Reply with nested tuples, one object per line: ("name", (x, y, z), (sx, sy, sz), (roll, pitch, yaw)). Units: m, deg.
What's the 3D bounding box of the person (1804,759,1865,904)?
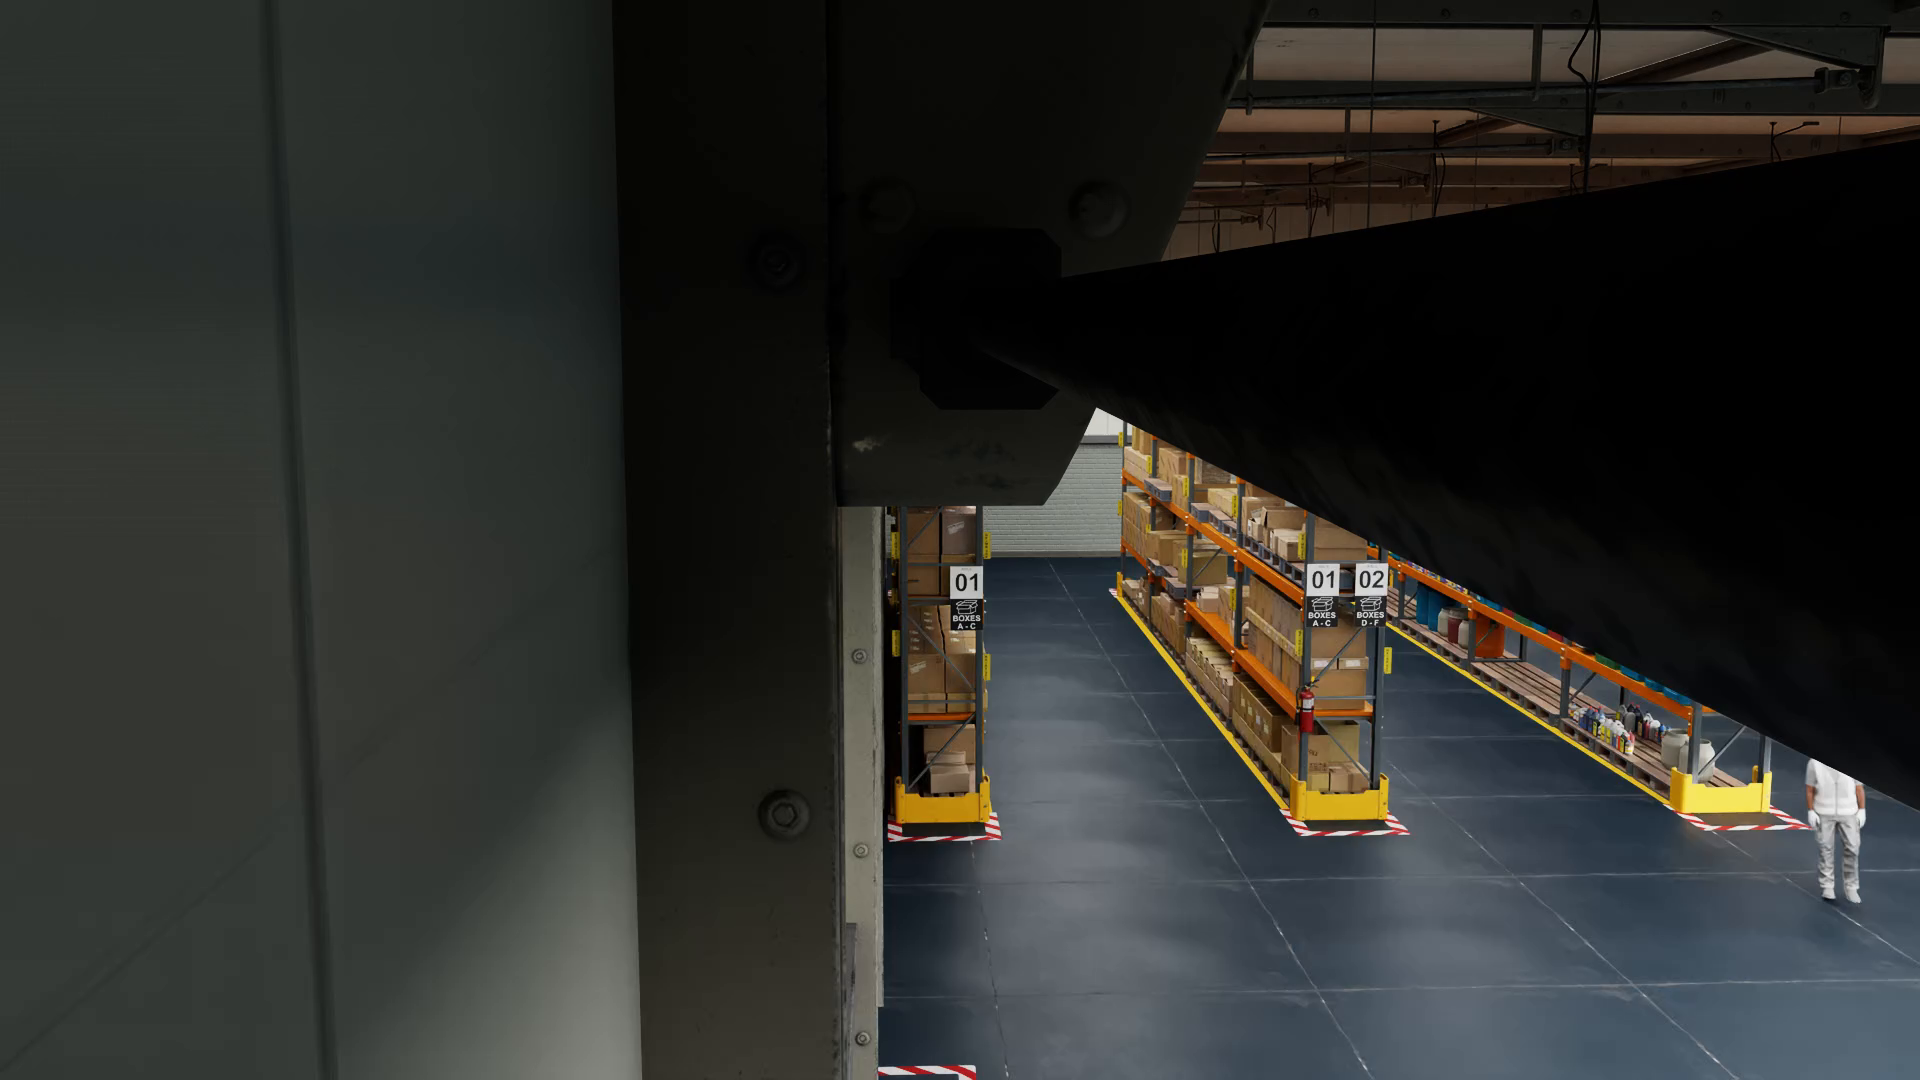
("person", (9.378, 2.965, 17.835), (0.610, 1.829, 0.390), (3, 9, 20))
